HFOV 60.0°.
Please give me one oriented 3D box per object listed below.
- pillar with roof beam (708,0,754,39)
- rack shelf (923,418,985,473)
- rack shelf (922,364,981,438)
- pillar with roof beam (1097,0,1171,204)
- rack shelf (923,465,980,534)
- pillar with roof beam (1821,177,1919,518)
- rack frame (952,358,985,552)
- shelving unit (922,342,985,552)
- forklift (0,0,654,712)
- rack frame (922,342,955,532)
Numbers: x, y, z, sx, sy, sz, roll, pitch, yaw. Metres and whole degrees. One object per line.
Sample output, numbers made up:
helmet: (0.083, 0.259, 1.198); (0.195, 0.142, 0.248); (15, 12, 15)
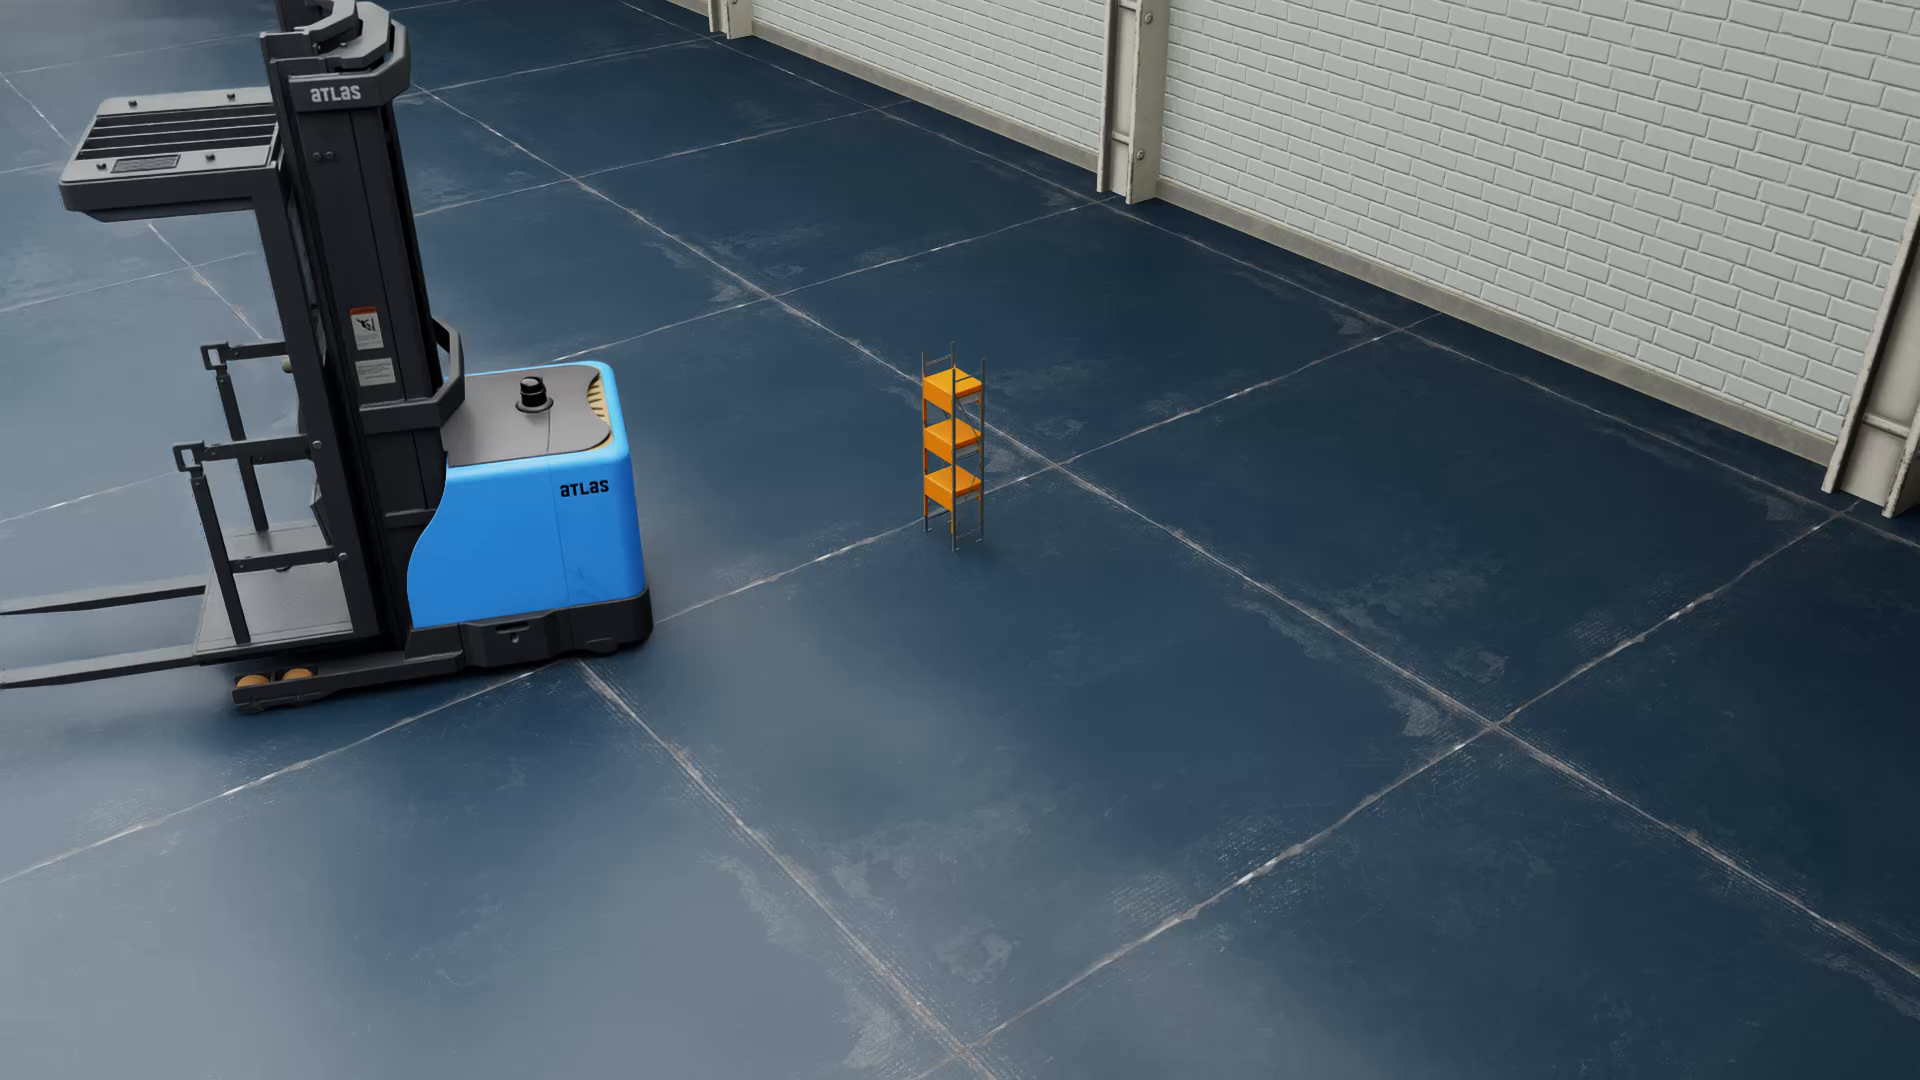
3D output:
pillar with roof beam: (-5.754, -7.678, 12.583); (9.100, 9.000, 0.400); (-22, 38, -31)
rack shelf: (-0.033, -0.459, 8.515); (0.215, 0.259, 0.240); (-22, 38, -31)
rack shelf: (-0.033, -0.700, 8.365); (0.215, 0.259, 0.240); (-22, 38, -31)
pillar with roof beam: (-2.075, -5.177, 8.557); (9.100, 9.000, 0.400); (-22, 38, -31)
rack shelf: (-0.033, -0.223, 8.661); (0.215, 0.259, 0.240); (-22, 38, -31)
pillar with roof beam: (1.604, -2.677, 4.530); (9.100, 9.000, 0.400); (-22, 38, -31)
rack frame: (0.042, -0.417, 8.427); (0.200, 1.050, 0.008); (-22, 38, -31)
shelving unit: (-0.033, -0.468, 8.509); (0.215, 1.050, 0.252); (-22, 38, -31)
forklift: (-3.038, -0.778, 7.225); (3.031, 2.935, 1.130); (-8, 33, -13)
rack frame: (-0.108, -0.519, 8.591); (0.200, 1.050, 0.008); (-22, 38, -31)
